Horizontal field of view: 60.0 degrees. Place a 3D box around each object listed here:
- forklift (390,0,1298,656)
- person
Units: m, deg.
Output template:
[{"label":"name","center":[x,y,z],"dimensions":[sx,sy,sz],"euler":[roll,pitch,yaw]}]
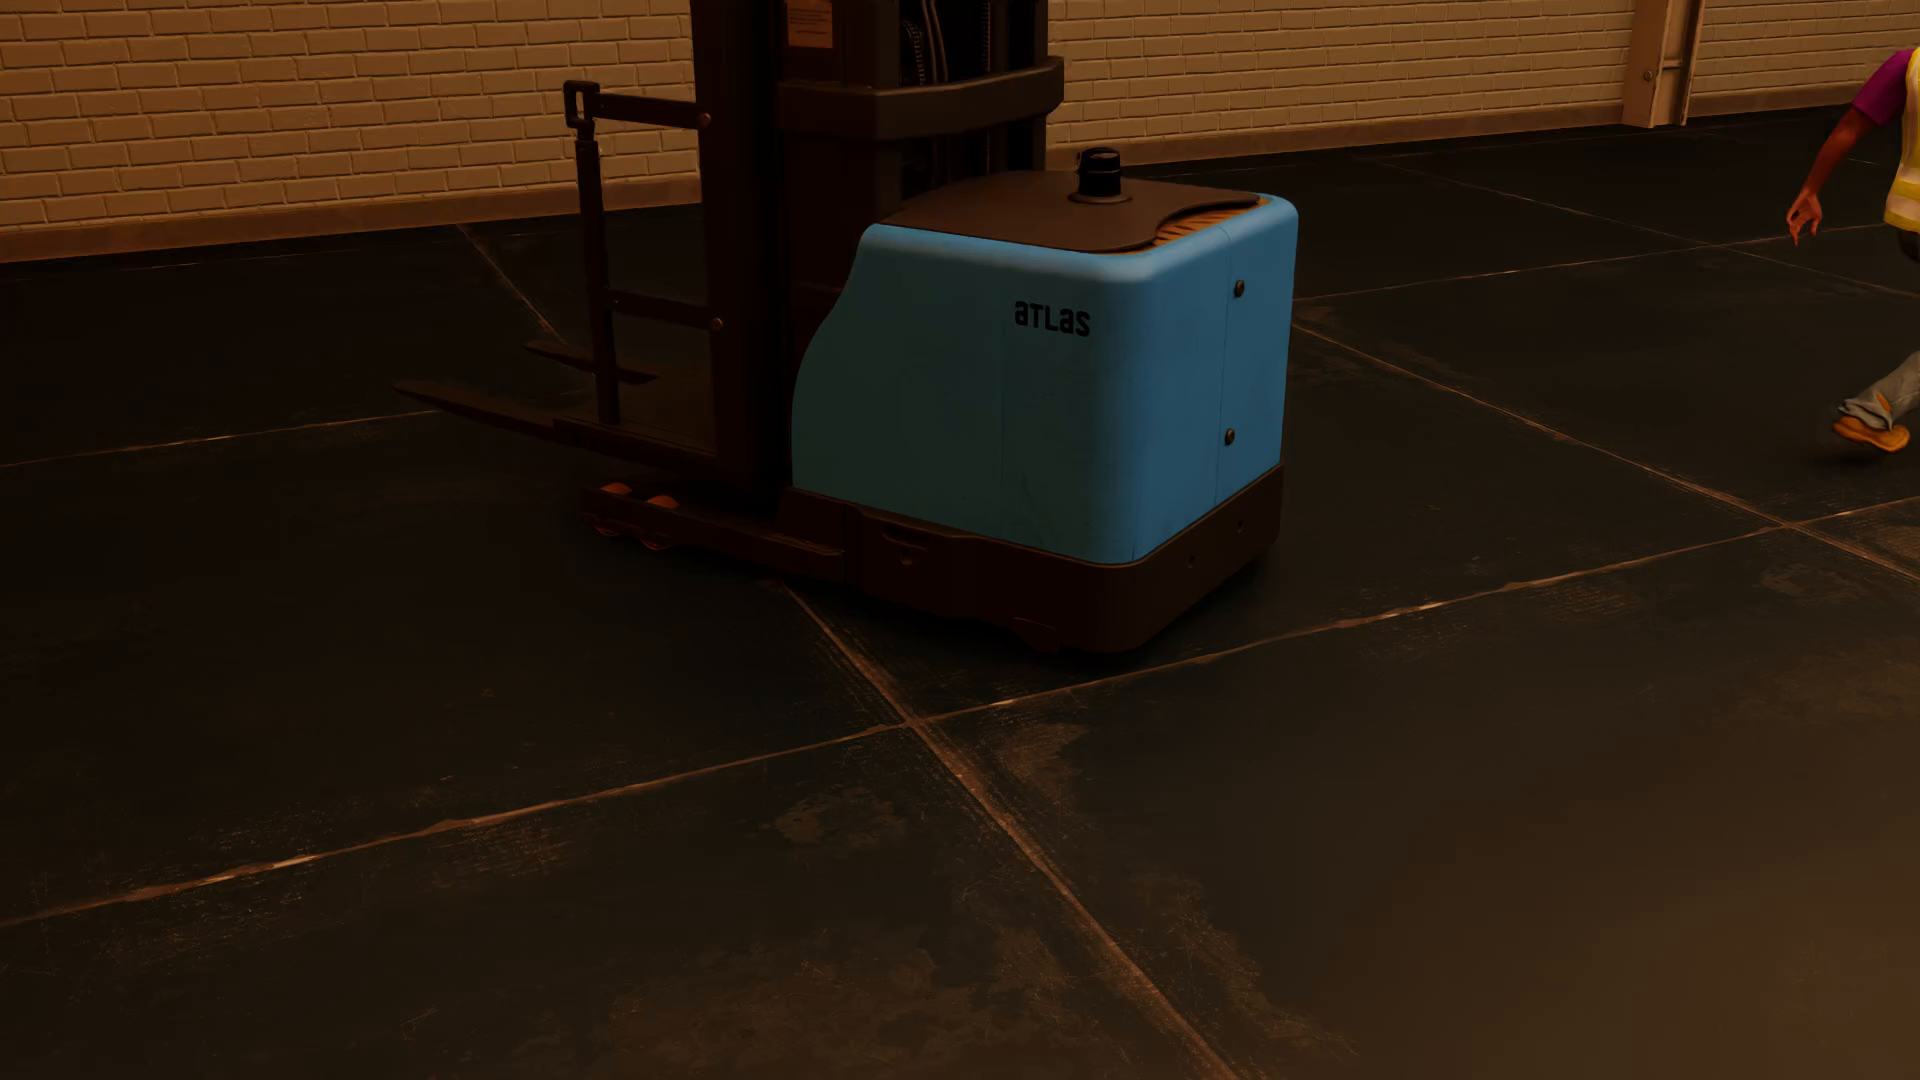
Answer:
[{"label":"forklift","center":[-0.559,-1.473,4.833],"dimensions":[3.031,2.935,1.130],"euler":[14,27,31]},{"label":"person","center":[3.329,-1.090,5.570],"dimensions":[0.901,1.677,0.608],"euler":[-6,23,-15]}]
